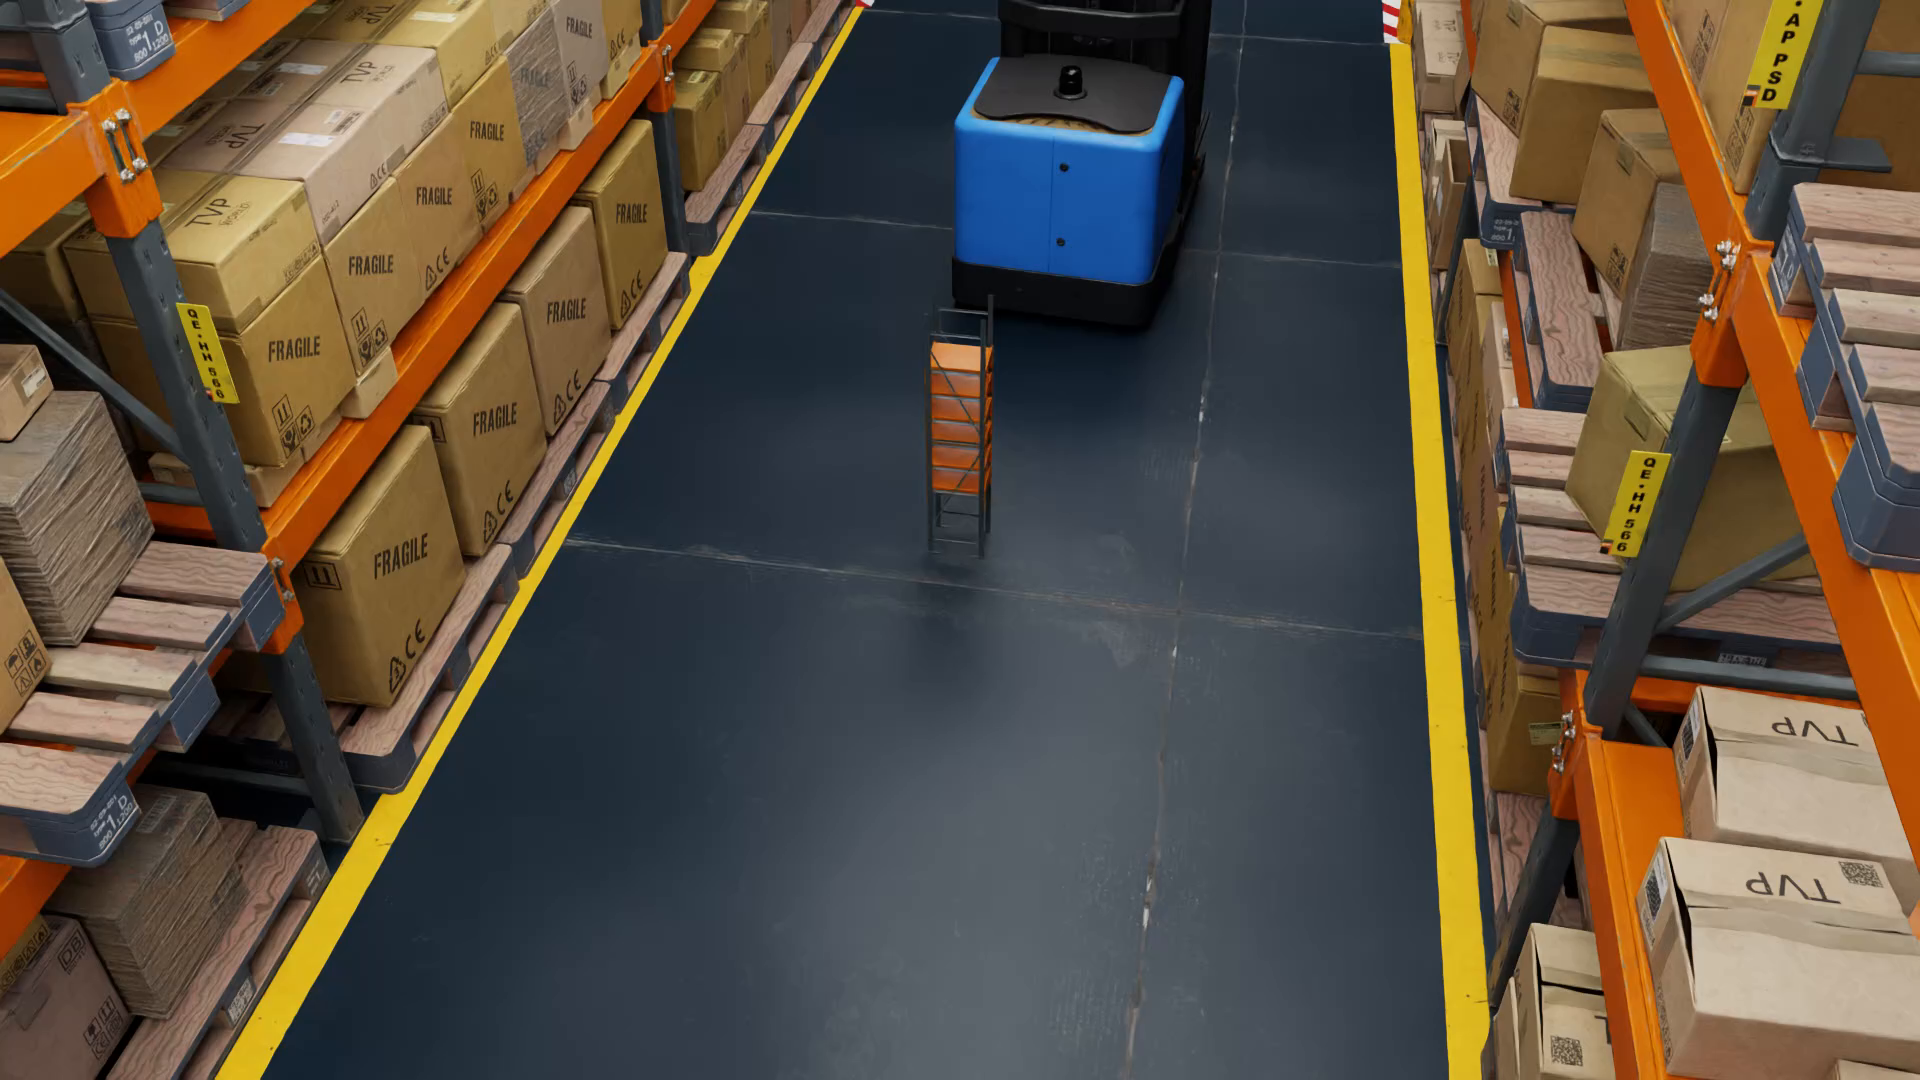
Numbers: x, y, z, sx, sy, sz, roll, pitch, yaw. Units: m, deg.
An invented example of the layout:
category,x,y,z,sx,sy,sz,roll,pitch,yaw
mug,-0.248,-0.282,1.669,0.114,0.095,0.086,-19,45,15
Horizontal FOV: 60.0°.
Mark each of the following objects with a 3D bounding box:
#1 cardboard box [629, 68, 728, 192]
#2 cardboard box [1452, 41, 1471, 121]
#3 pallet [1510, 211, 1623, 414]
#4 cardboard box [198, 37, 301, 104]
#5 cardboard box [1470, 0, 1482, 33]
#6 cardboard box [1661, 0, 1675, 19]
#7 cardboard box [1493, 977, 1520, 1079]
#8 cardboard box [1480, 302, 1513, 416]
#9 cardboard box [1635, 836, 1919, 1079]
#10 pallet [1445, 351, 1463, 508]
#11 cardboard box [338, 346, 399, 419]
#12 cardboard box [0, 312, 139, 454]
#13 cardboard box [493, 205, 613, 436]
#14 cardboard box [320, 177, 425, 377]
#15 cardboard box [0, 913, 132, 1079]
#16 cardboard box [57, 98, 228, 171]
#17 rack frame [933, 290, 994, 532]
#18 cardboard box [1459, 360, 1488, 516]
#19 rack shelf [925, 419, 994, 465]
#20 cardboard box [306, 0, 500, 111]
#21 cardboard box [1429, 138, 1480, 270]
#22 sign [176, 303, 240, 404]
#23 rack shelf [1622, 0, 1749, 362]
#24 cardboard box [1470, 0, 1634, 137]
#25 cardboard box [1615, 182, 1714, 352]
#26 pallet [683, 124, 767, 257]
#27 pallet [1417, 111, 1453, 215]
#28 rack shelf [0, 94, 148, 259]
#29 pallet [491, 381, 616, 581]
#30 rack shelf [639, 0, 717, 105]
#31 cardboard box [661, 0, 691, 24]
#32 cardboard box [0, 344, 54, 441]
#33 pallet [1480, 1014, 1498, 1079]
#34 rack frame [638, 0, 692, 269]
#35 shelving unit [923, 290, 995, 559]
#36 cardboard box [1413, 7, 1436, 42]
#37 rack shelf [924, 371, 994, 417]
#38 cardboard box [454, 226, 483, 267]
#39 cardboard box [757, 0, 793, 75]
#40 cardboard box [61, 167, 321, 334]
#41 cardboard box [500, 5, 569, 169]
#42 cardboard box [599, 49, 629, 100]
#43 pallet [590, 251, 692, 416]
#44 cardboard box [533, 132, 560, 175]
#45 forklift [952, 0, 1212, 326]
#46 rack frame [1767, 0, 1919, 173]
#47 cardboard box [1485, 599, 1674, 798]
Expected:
category,x,y,z,sx,sy,sz,roll,pitch,yaw
cardboard box,-1.733,-2.328,9.343,0.700,0.500,0.500,7,40,8
cardboard box,3.236,-2.514,9.551,0.797,0.503,0.637,6,40,8
pallet,2.556,-0.764,5.970,1.003,0.211,1.213,6,40,8
cardboard box,-2.647,-1.570,5.879,0.500,0.250,0.500,5,40,7
cardboard box,2.838,-2.831,8.242,0.500,0.500,0.500,7,40,9
cardboard box,2.445,-1.735,4.562,0.910,0.500,0.500,6,40,8
cardboard box,1.844,1.577,4.816,0.500,0.250,0.500,6,40,8
cardboard box,2.419,-0.718,6.792,0.500,0.250,0.500,6,40,8
cardboard box,1.878,0.957,3.808,0.500,0.311,0.500,6,40,7
pallet,2.813,-0.538,7.735,1.003,0.211,1.213,6,40,8
cardboard box,-2.189,-0.567,5.764,0.380,0.149,0.250,8,40,9
cardboard box,-2.834,-0.647,5.351,0.500,0.500,0.500,7,40,8
cardboard box,-2.099,-1.024,7.492,0.750,0.750,0.750,8,40,9
cardboard box,-2.220,-0.926,5.688,0.500,0.500,0.500,8,40,9
cardboard box,-2.933,1.401,4.818,0.700,0.500,0.500,6,40,8
cardboard box,-2.739,-1.248,5.490,0.500,0.250,0.500,5,40,6
rack frame,0.013,-0.511,6.926,0.240,1.200,0.006,6,40,8
cardboard box,2.417,-0.408,7.006,0.500,0.500,0.500,7,40,8
rack shelf,-0.002,-0.419,6.885,0.258,0.103,0.180,6,40,8
cardboard box,-2.066,-1.840,6.205,0.500,0.250,0.500,6,40,7
cardboard box,2.735,-1.722,8.595,0.500,0.500,0.500,6,40,8
sign,-2.120,-0.523,4.681,0.100,0.325,0.005,6,40,8
rack shelf,2.570,-1.751,5.224,1.077,0.370,4.000,6,40,8
cardboard box,2.614,-2.055,6.973,0.700,0.500,0.500,-6,40,-7
cardboard box,2.568,-0.778,5.429,0.700,0.500,0.500,14,42,16
pallet,-1.755,-2.065,9.582,1.003,0.211,1.213,6,40,8
pallet,3.245,-2.251,9.807,1.003,0.211,1.213,6,40,8
rack shelf,-3.002,0.216,2.846,1.077,0.370,4.000,6,40,8
pallet,-2.232,-0.336,7.491,1.003,0.211,1.213,6,40,8
rack shelf,-1.617,-3.649,9.874,1.077,0.370,4.000,6,40,8
cardboard box,-1.854,-3.125,8.441,0.980,0.700,0.700,7,40,8
cardboard box,-2.686,-0.399,4.446,0.380,0.149,0.250,2,40,2
pallet,2.043,1.970,4.701,1.003,0.211,1.213,6,40,8
rack frame,-1.963,-2.671,8.127,1.000,3.000,0.127,6,40,8
shelving unit,-0.002,-0.453,6.857,0.258,1.200,0.189,6,40,8
cardboard box,3.154,-3.333,10.806,0.380,0.166,0.250,6,40,8
rack shelf,-0.002,-0.604,6.732,0.258,0.103,0.180,6,40,8
cardboard box,-2.116,-1.217,6.549,0.380,0.149,0.250,7,40,8
cardboard box,-1.467,-3.300,10.519,0.700,0.500,0.500,5,40,6
cardboard box,-2.318,-0.885,5.050,0.500,0.250,0.500,7,40,9
cardboard box,-1.969,-1.879,6.841,0.500,0.500,0.500,6,40,8
cardboard box,-1.764,-2.178,7.711,0.380,0.149,0.250,7,40,8
pallet,-2.023,-1.104,8.419,1.003,0.211,1.213,6,40,8
cardboard box,-1.948,-1.702,7.136,0.380,0.149,0.250,6,40,8
forklift,0.820,-3.163,8.775,1.130,2.935,3.031,9,40,11
rack frame,2.224,-1.929,2.521,1.000,3.000,0.127,6,40,8
cardboard box,2.155,0.564,5.830,0.500,0.500,0.500,8,40,9
